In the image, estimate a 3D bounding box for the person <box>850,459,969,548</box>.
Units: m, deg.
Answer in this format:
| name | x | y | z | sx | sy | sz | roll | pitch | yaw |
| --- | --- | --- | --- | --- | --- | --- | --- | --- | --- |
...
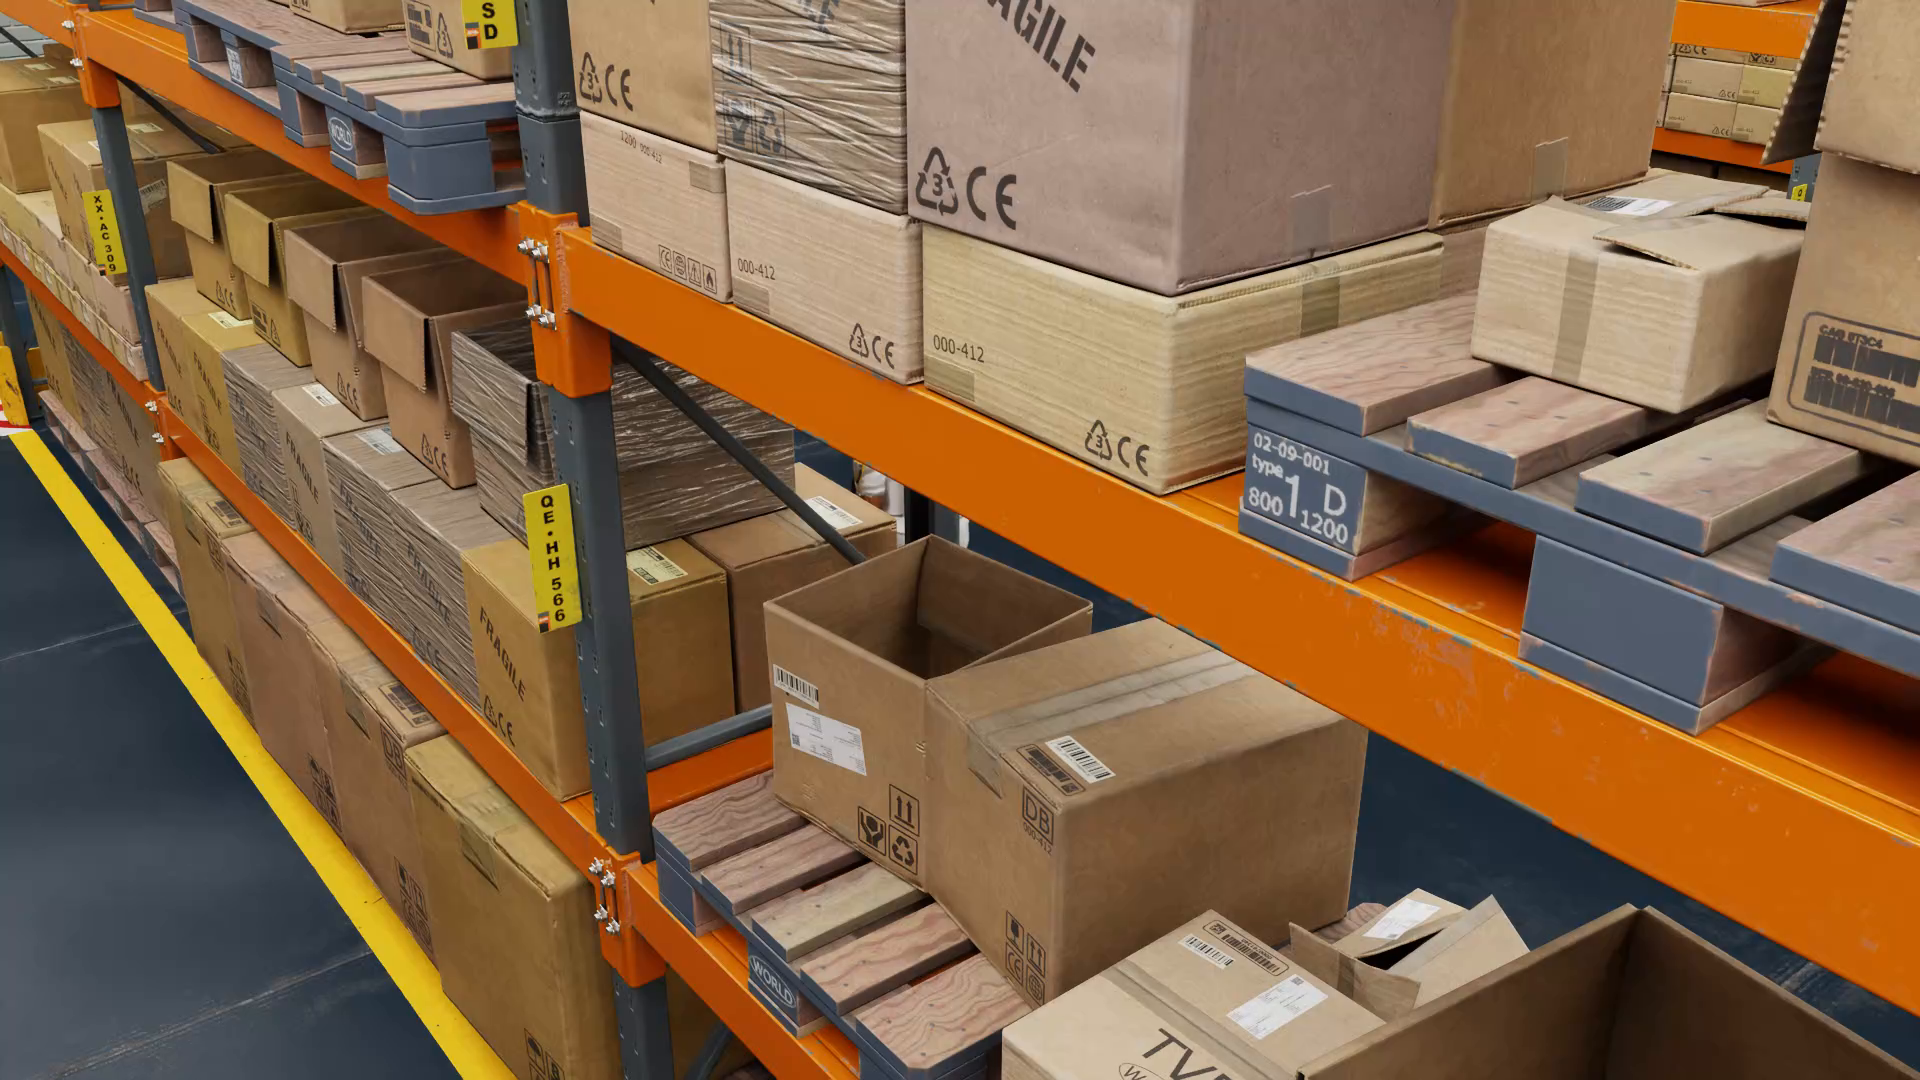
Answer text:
| name | x | y | z | sx | sy | sz | roll | pitch | yaw |
| --- | --- | --- | --- | --- | --- | --- | --- | --- | --- |
| person | -0.213 | 0.021 | 6.556 | 0.552 | 1.664 | 0.469 | -20 | 32 | -37 |
